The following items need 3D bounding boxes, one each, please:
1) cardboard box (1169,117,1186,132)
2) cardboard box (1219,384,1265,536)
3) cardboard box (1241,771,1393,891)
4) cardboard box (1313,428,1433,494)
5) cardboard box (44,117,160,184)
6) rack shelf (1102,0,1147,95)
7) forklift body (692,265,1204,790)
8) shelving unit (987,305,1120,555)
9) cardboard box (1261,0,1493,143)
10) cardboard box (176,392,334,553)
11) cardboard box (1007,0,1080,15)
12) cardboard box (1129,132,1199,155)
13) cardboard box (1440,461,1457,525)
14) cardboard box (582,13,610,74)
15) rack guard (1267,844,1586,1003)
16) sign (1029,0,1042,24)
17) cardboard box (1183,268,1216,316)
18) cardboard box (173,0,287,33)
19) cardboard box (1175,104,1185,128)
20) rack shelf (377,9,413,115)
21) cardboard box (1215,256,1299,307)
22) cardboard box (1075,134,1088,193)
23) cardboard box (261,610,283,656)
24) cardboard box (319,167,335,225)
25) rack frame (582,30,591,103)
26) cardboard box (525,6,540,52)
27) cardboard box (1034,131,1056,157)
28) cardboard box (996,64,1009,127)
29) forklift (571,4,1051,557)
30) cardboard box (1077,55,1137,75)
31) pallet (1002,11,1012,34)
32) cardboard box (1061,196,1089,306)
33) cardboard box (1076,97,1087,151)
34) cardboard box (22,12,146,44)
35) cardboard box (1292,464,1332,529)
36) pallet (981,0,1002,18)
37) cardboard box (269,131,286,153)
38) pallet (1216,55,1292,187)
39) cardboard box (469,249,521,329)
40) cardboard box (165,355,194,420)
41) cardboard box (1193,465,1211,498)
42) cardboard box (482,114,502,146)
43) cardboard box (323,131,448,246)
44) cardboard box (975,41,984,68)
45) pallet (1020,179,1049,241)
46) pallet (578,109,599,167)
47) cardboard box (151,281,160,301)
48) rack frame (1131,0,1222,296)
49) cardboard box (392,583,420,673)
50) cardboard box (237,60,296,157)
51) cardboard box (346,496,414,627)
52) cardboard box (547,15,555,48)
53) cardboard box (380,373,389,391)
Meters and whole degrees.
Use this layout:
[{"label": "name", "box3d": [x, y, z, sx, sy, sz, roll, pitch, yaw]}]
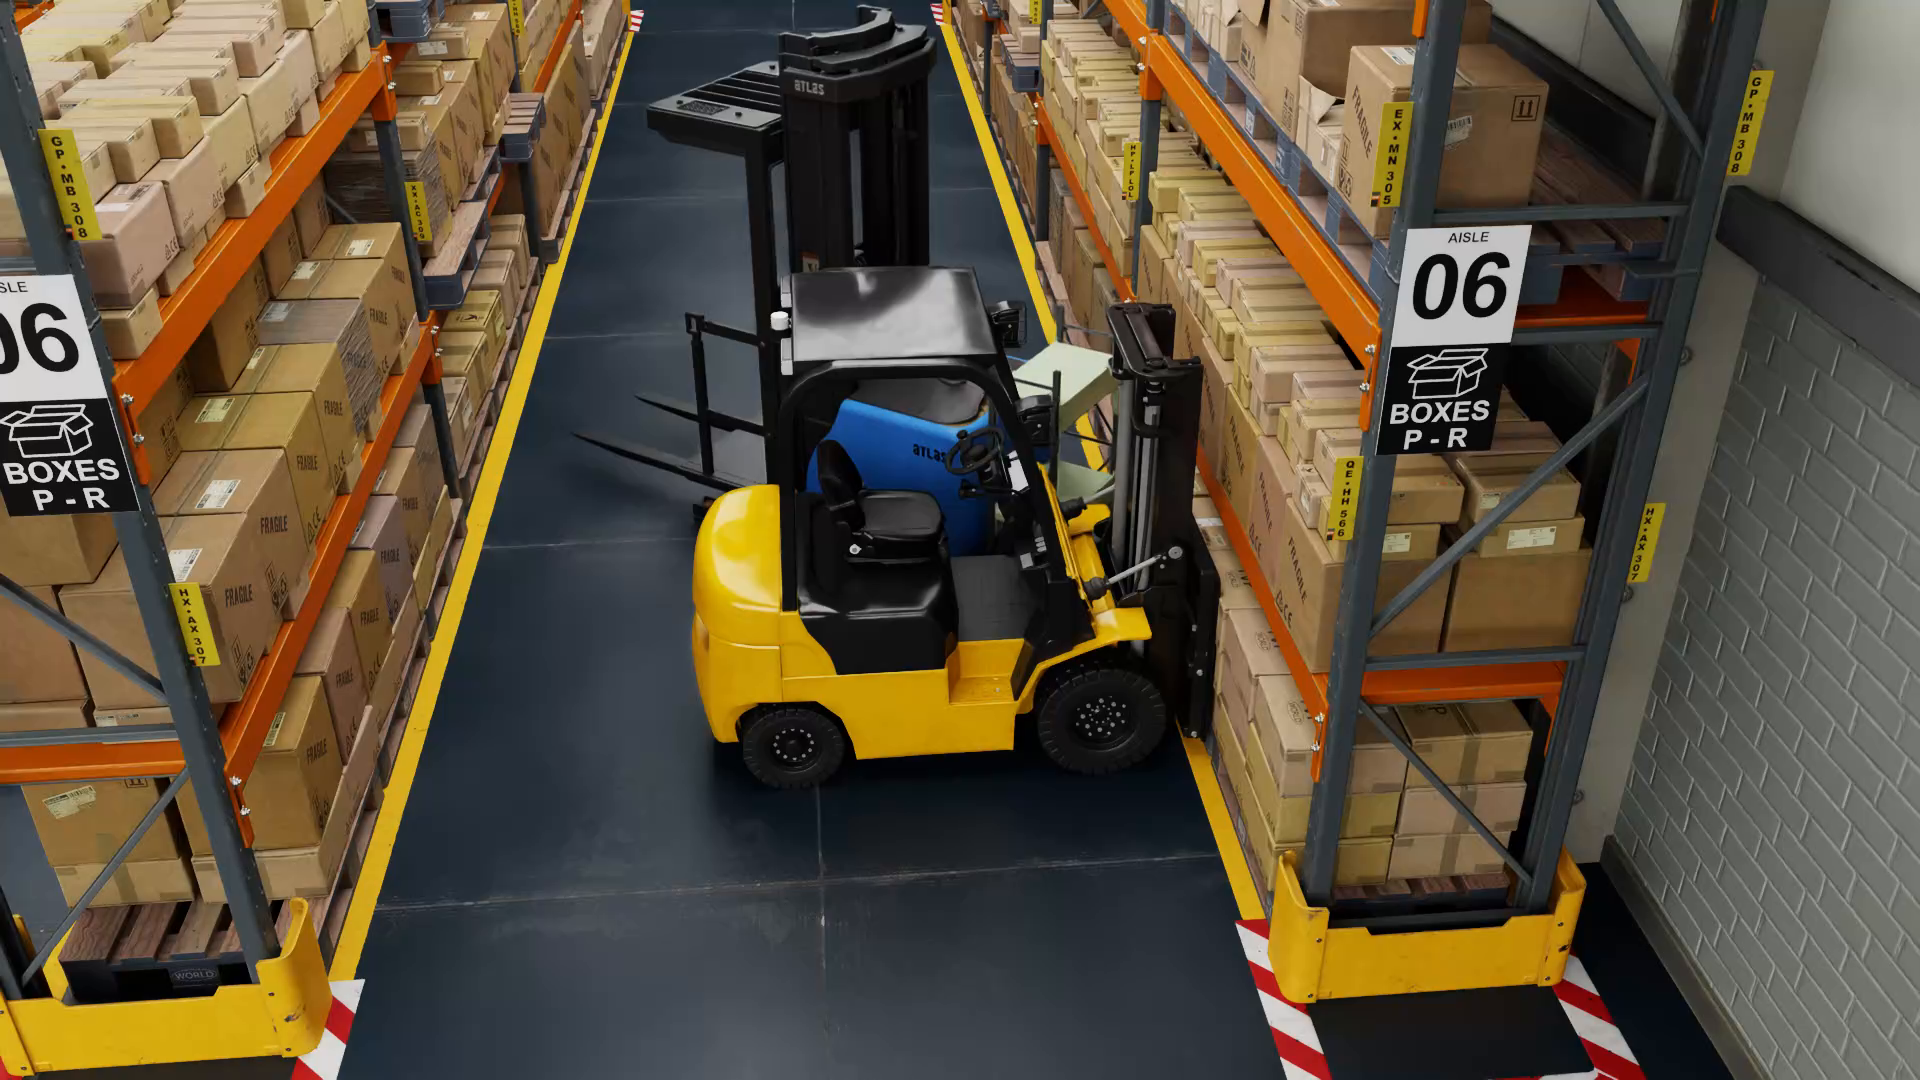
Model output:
[{"label": "cardboard box", "box3d": [1.624, -2.544, 10.742, 0.500, 0.250, 0.500, -3, 31, -6]}, {"label": "cardboard box", "box3d": [1.468, -0.369, 7.345, 0.500, 0.500, 0.500, -3, 31, -6]}, {"label": "cardboard box", "box3d": [1.505, 1.215, 7.063, 0.500, 0.250, 0.500, -3, 31, -4]}, {"label": "cardboard box", "box3d": [1.566, -0.307, 6.318, 0.380, 0.149, 0.250, -3, 31, -5]}, {"label": "cardboard box", "box3d": [-2.910, -1.293, 5.531, 0.380, 0.149, 0.250, -3, 31, -5]}, {"label": "rack shelf", "box3d": [1.303, -3.603, 10.633, 1.077, 0.370, 4.000, -3, 31, -5]}, {"label": "forklift body", "box3d": [-0.130, -0.077, 7.781, 2.313, 2.155, 1.214, -3, 31, -5]}, {"label": "shelving unit", "box3d": [0.511, -0.402, 8.960, 0.431, 1.500, 0.755, 17, 35, 26]}, {"label": "cardboard box", "box3d": [1.583, -1.856, 6.403, 0.700, 0.500, 0.500, -3, 31, -4]}, {"label": "cardboard box", "box3d": [-2.947, -0.271, 6.891, 0.500, 0.500, 0.500, -3, 31, -6]}, {"label": "cardboard box", "box3d": [0.779, -4.694, 14.173, 0.797, 0.503, 0.637, -3, 31, -6]}, {"label": "cardboard box", "box3d": [1.224, -2.346, 10.023, 0.380, 0.149, 0.250, -3, 31, -5]}, {"label": "cardboard box", "box3d": [2.004, -0.190, 6.413, 0.380, 0.149, 0.250, -3, 31, -5]}, {"label": "cardboard box", "box3d": [-4.236, -5.310, 17.804, 0.875, 0.438, 0.875, -4, 31, -6]}, {"label": "rack guard", "box3d": [1.866, 1.525, 6.709, 1.175, 0.500, 0.348, -3, 31, -5]}, {"label": "sign", "box3d": [0.576, -4.077, 12.599, 0.100, 0.325, 0.005, -3, 31, -5]}, {"label": "cardboard box", "box3d": [1.308, -1.221, 8.139, 0.380, 0.149, 0.250, -3, 31, -5]}, {"label": "cardboard box", "box3d": [-3.092, -2.203, 7.055, 0.380, 0.149, 0.250, -3, 31, -6]}, {"label": "cardboard box", "box3d": [1.604, -2.767, 10.727, 0.380, 0.149, 0.250, -3, 31, -5]}, {"label": "rack shelf", "box3d": [-3.639, -3.363, 10.231, 1.077, 0.370, 4.000, -3, 31, -5]}, {"label": "cardboard box", "box3d": [1.423, -1.221, 7.849, 0.380, 0.149, 0.250, -3, 31, -5]}, {"label": "cardboard box", "box3d": [1.058, -2.558, 11.253, 0.500, 0.250, 0.500, -2, 31, -3]}, {"label": "cardboard box", "box3d": [-2.886, 0.336, 6.507, 0.380, 0.149, 0.250, -4, 31, -6]}, {"label": "cardboard box", "box3d": [-3.724, -1.939, 9.273, 0.500, 0.500, 0.500, -3, 31, -6]}, {"label": "rack frame", "box3d": [-4.199, -5.447, 15.945, 1.000, 3.000, 0.127, -3, 31, -5]}, {"label": "cardboard box", "box3d": [-3.674, -4.090, 13.331, 0.500, 0.250, 0.500, -2, 31, -3]}, {"label": "cardboard box", "box3d": [0.818, -3.270, 13.696, 0.380, 0.149, 0.250, -4, 31, -7]}, {"label": "cardboard box", "box3d": [0.623, -4.265, 15.993, 0.500, 0.500, 0.500, -3, 31, -5]}, {"label": "forklift", "box3d": [-0.983, -1.488, 9.383, 3.031, 2.935, 1.130, 17, 35, 27]}, {"label": "cardboard box", "box3d": [1.018, -3.263, 11.558, 0.380, 0.149, 0.250, -2, 31, -4]}, {"label": "pallet", "box3d": [0.930, -4.555, 14.638, 1.003, 0.211, 1.213, -3, 31, -5]}, {"label": "cardboard box", "box3d": [1.229, -2.153, 12.336, 0.875, 0.625, 0.625, -2, 31, -3]}, {"label": "cardboard box", "box3d": [1.064, -2.773, 11.127, 0.500, 0.250, 0.500, -2, 31, -4]}, {"label": "cardboard box", "box3d": [-3.571, -2.046, 6.793, 0.380, 0.149, 0.250, -3, 31, -5]}, {"label": "cardboard box", "box3d": [1.499, -0.174, 6.387, 0.380, 0.149, 0.250, -2, 31, -4]}, {"label": "pallet", "box3d": [0.708, -5.191, 15.703, 1.003, 0.211, 1.213, -3, 31, -5]}, {"label": "cardboard box", "box3d": [-3.097, -1.734, 7.047, 0.380, 0.149, 0.250, -2, 31, -4]}, {"label": "pallet", "box3d": [1.706, -1.797, 6.994, 1.003, 0.211, 1.213, -3, 31, -5]}, {"label": "cardboard box", "box3d": [-3.706, -1.792, 11.978, 0.950, 0.372, 0.625, -3, 31, -6]}, {"label": "cardboard box", "box3d": [-3.533, -0.685, 6.609, 0.700, 0.500, 0.500, -3, 31, -5]}, {"label": "cardboard box", "box3d": [1.318, -0.255, 8.548, 0.500, 0.250, 0.500, -2, 31, -3]}, {"label": "cardboard box", "box3d": [-3.340, -2.793, 11.336, 0.380, 0.149, 0.250, -2, 31, -4]}, {"label": "cardboard box", "box3d": [-3.210, -1.967, 9.321, 0.500, 0.500, 0.500, -2, 31, -3]}, {"label": "cardboard box", "box3d": [0.364, -5.146, 17.697, 0.396, 0.266, 0.258, -2, 31, -3]}, {"label": "pallet", "box3d": [1.084, -2.831, 14.283, 1.003, 0.211, 1.213, -3, 31, -5]}, {"label": "pallet", "box3d": [-4.052, -3.860, 16.006, 1.003, 0.211, 1.213, -3, 31, -5]}, {"label": "cardboard box", "box3d": [-2.900, -0.815, 5.510, 0.380, 0.149, 0.250, -4, 31, -6]}, {"label": "rack frame", "box3d": [1.490, -1.603, 9.508, 1.000, 3.000, 0.127, -3, 31, -5]}, {"label": "cardboard box", "box3d": [-3.027, 0.458, 8.331, 0.500, 0.250, 0.500, -2, 31, -4]}, {"label": "cardboard box", "box3d": [-2.999, -1.724, 6.642, 0.500, 0.250, 0.500, -2, 31, -4]}, {"label": "cardboard box", "box3d": [-3.031, 0.125, 8.157, 0.500, 0.500, 0.500, -1, 31, -2]}, {"label": "cardboard box", "box3d": [-3.779, -4.384, 14.310, 0.500, 0.250, 0.500, -3, 31, -5]}, {"label": "cardboard box", "box3d": [-3.142, -0.842, 8.479, 0.380, 0.149, 0.250, -3, 31, -4]}]
